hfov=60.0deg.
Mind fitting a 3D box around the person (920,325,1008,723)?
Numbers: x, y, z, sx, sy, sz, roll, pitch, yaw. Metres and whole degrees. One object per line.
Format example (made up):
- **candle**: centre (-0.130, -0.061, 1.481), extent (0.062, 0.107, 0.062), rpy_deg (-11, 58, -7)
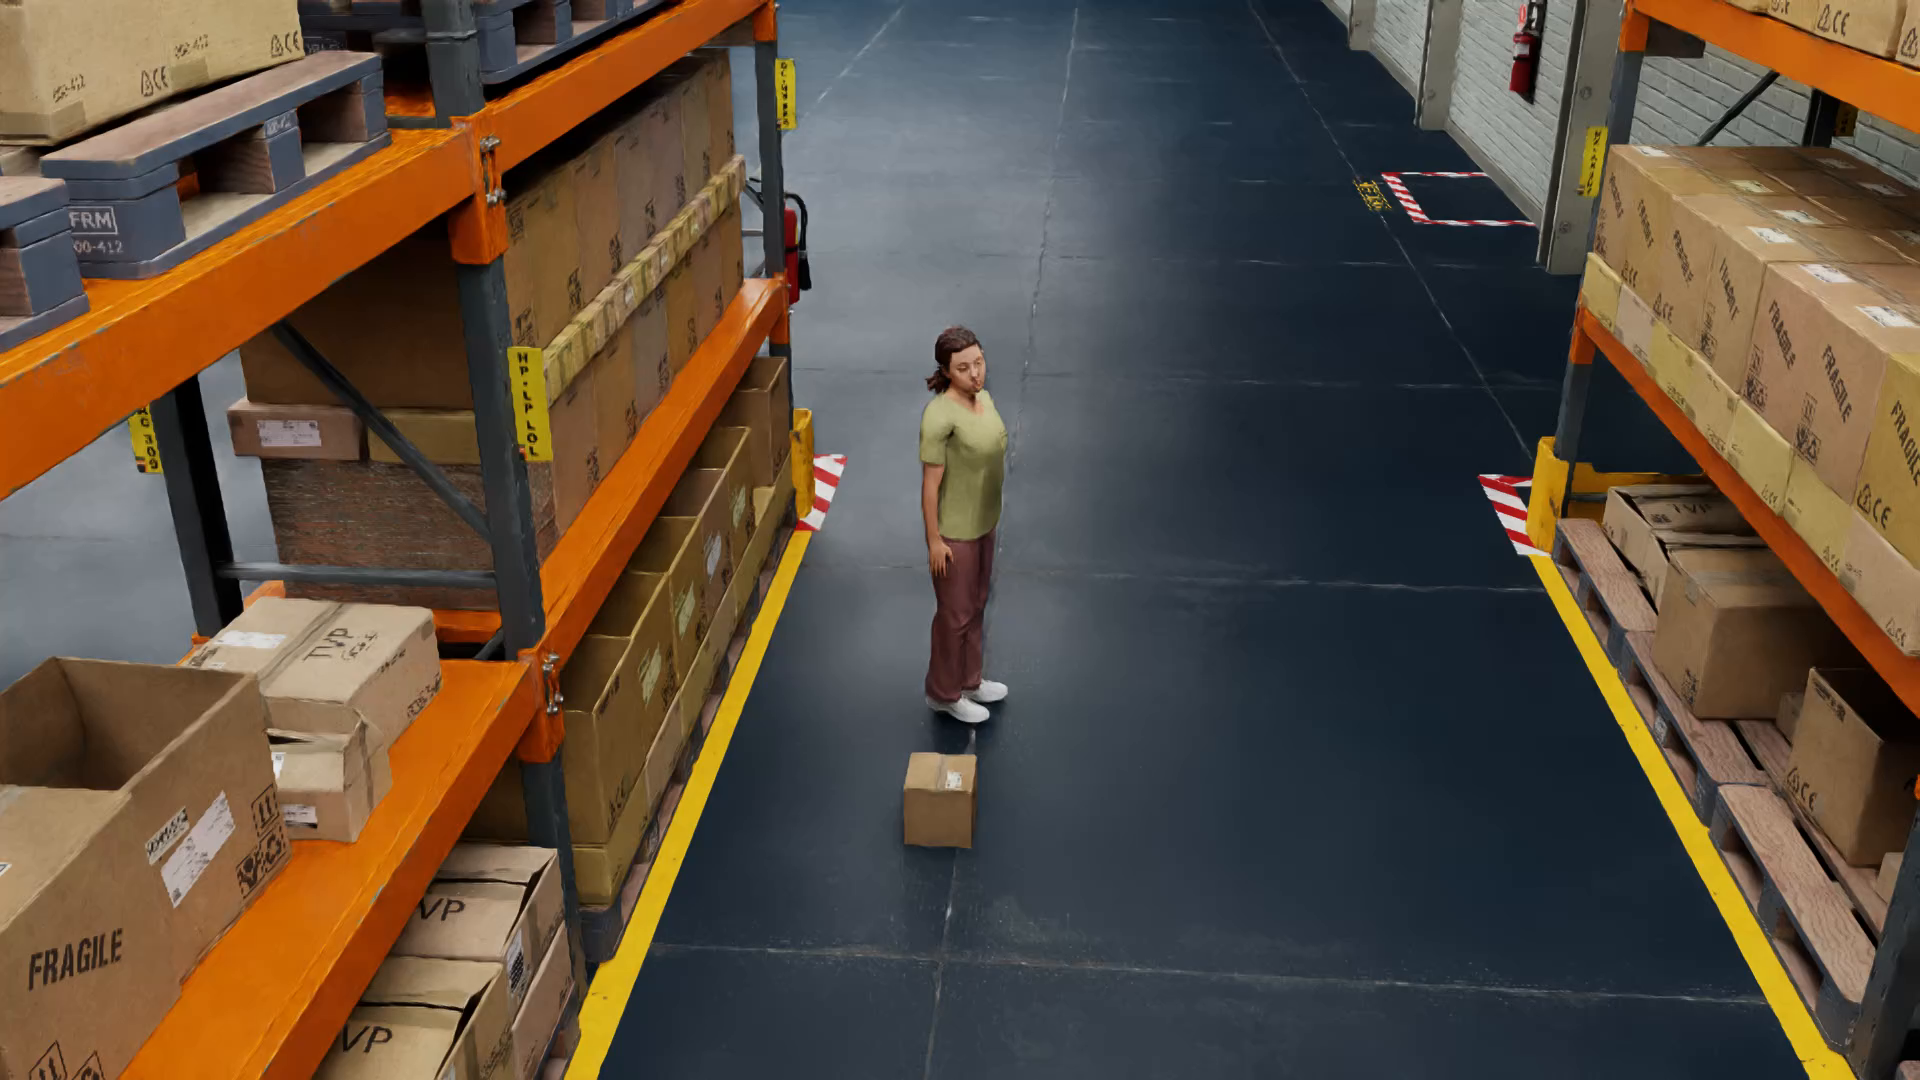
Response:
- **person**: centre (0.018, 0.063, 6.734), extent (0.312, 1.419, 0.492), rpy_deg (12, 27, 25)
